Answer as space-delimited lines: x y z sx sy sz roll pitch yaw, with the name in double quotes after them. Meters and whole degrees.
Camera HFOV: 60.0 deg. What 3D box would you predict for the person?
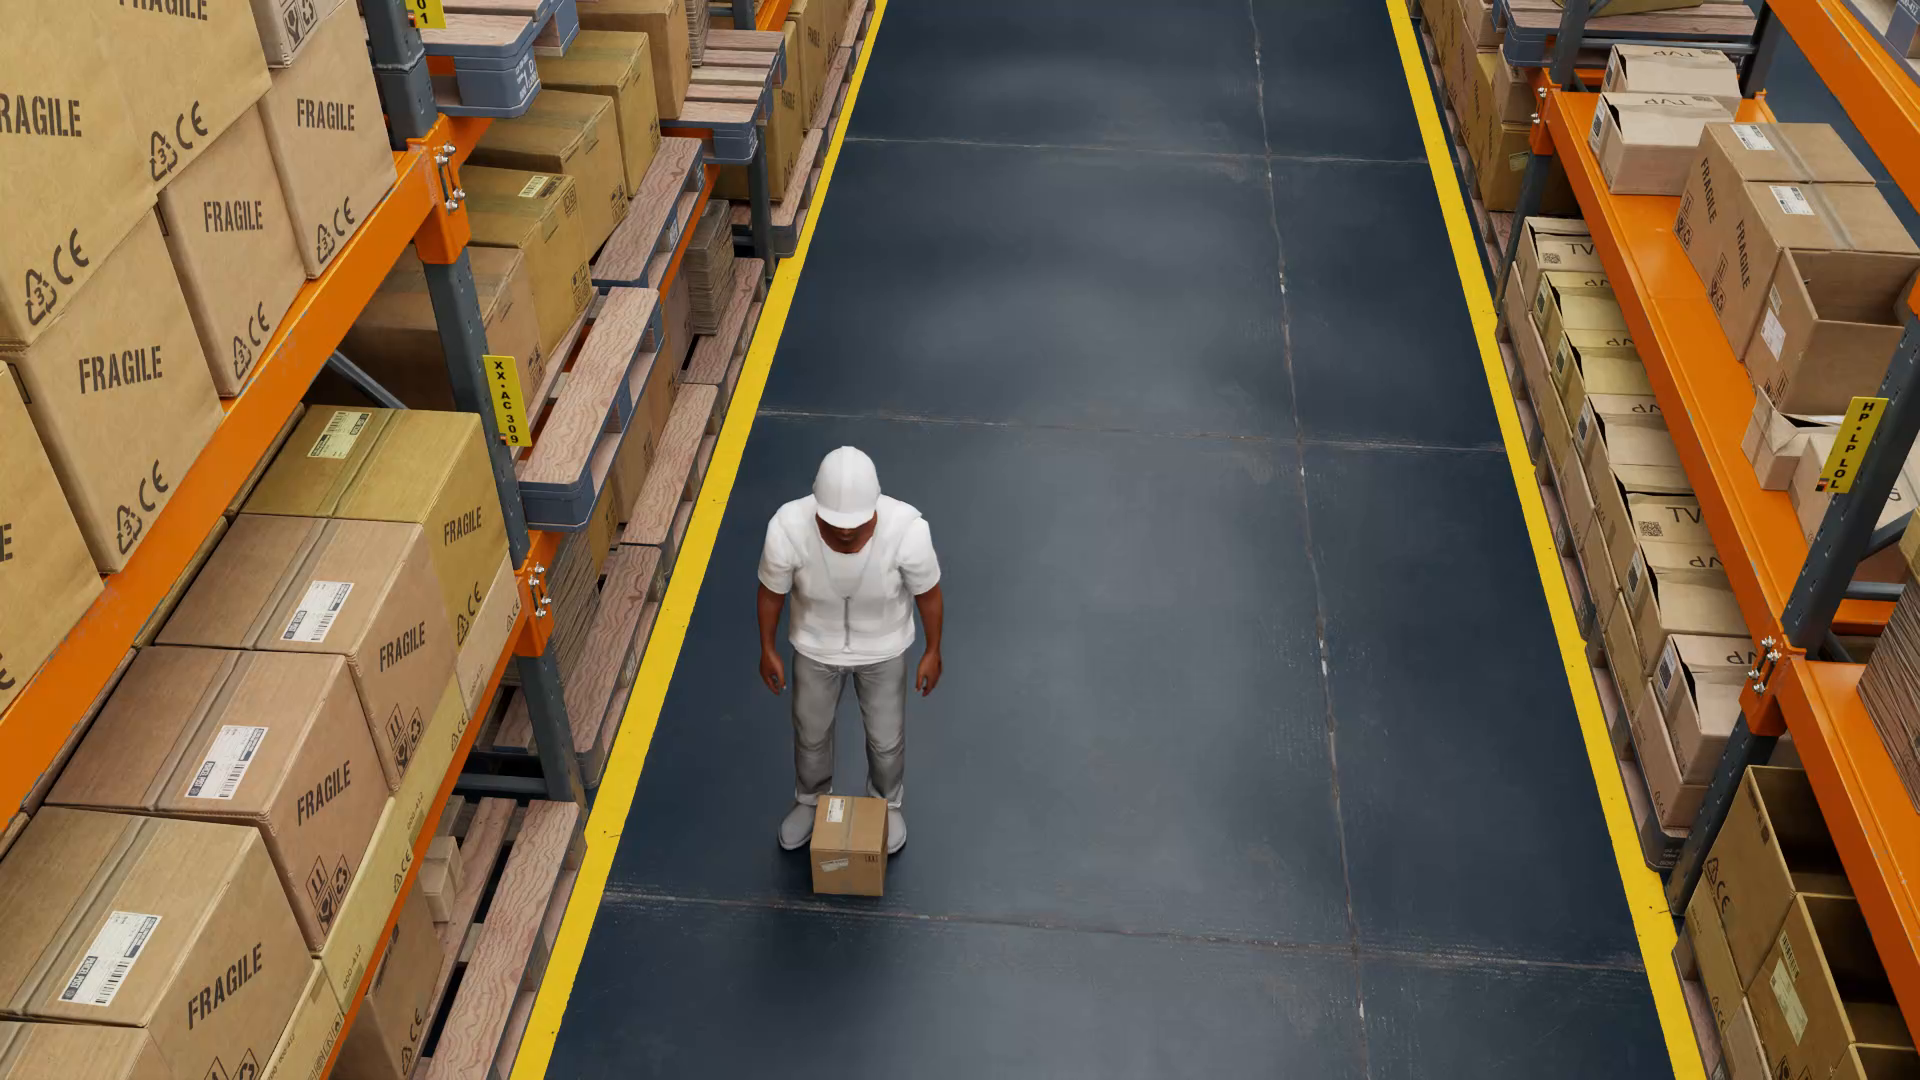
-0.374 0.380 5.687 0.634 1.760 0.460 1 40 1 "person"
